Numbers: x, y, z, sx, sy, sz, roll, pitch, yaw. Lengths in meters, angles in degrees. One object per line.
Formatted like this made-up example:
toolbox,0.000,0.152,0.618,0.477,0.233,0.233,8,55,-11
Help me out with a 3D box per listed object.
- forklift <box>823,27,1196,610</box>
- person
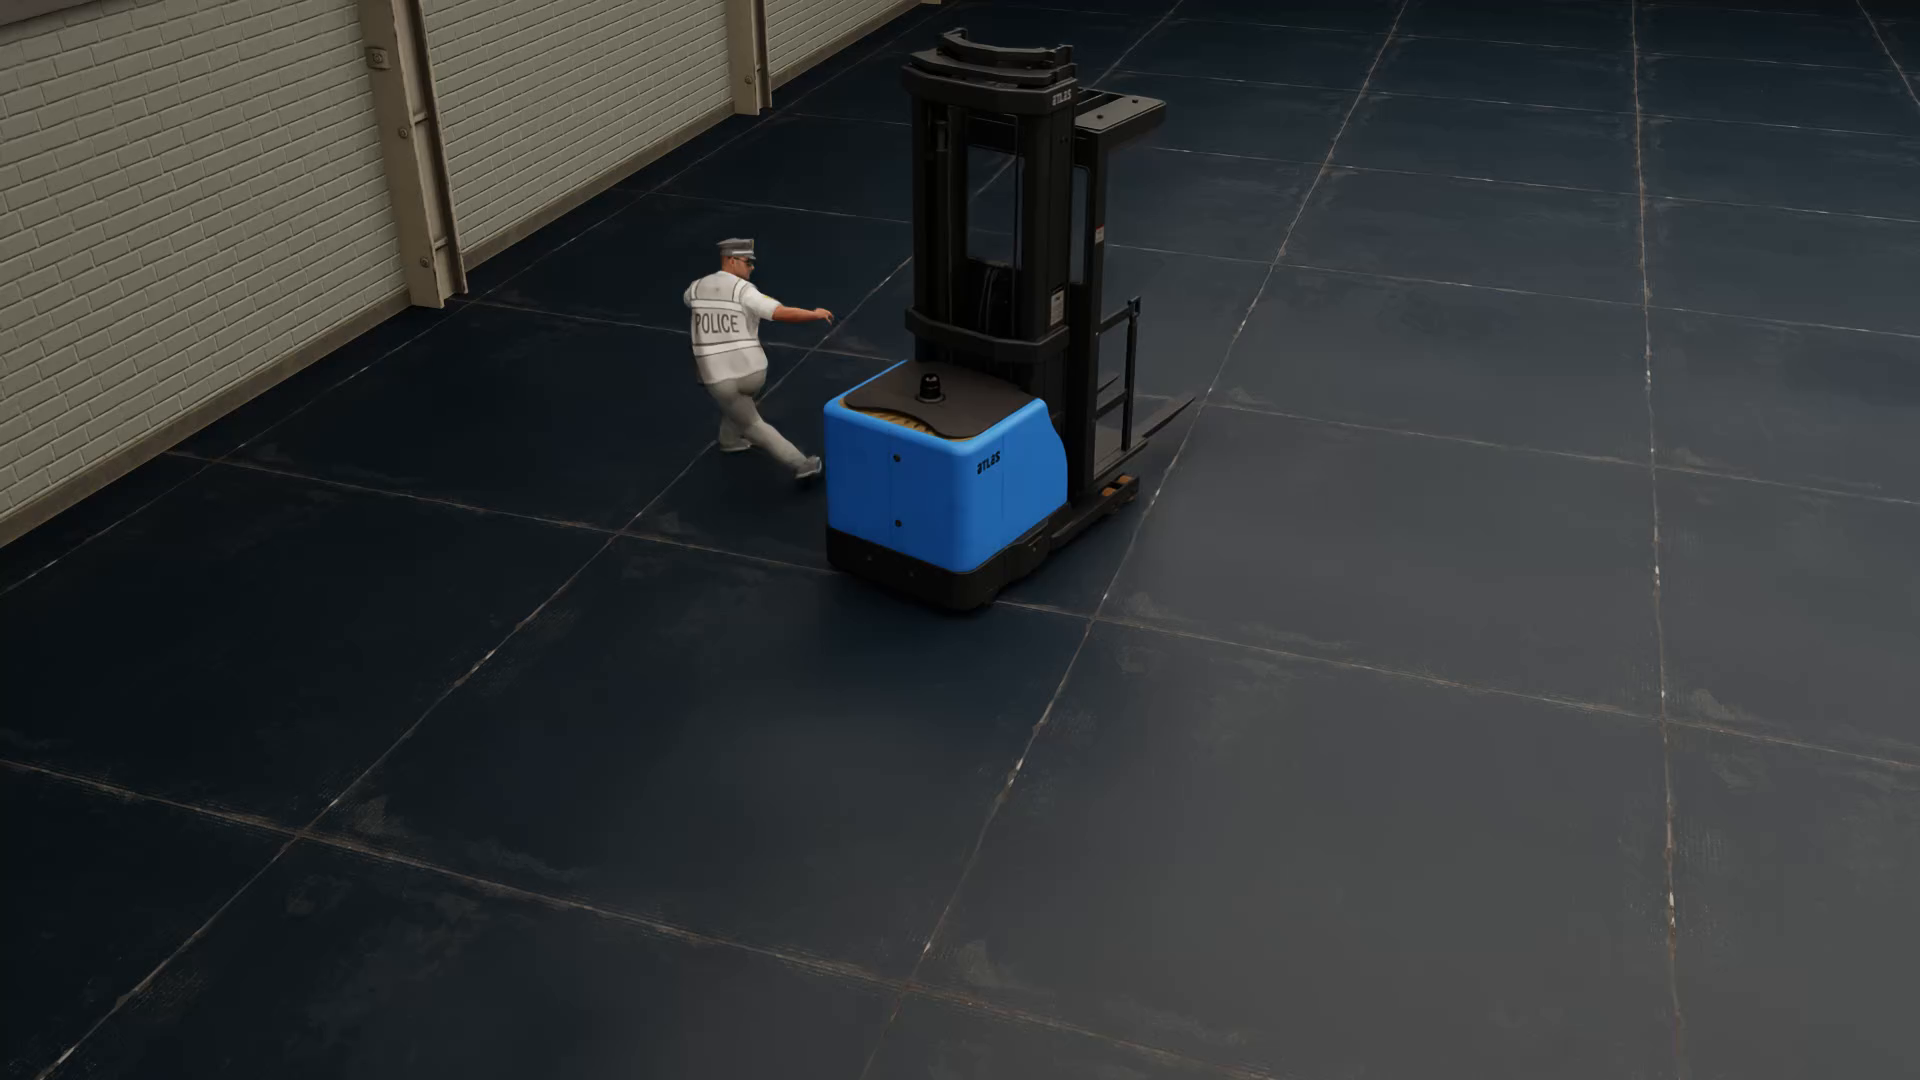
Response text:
forklift,0.477,-1.559,9.872,1.130,2.935,3.031,19,35,30
person,-1.276,-1.196,10.700,0.950,1.556,1.118,-3,30,-5
